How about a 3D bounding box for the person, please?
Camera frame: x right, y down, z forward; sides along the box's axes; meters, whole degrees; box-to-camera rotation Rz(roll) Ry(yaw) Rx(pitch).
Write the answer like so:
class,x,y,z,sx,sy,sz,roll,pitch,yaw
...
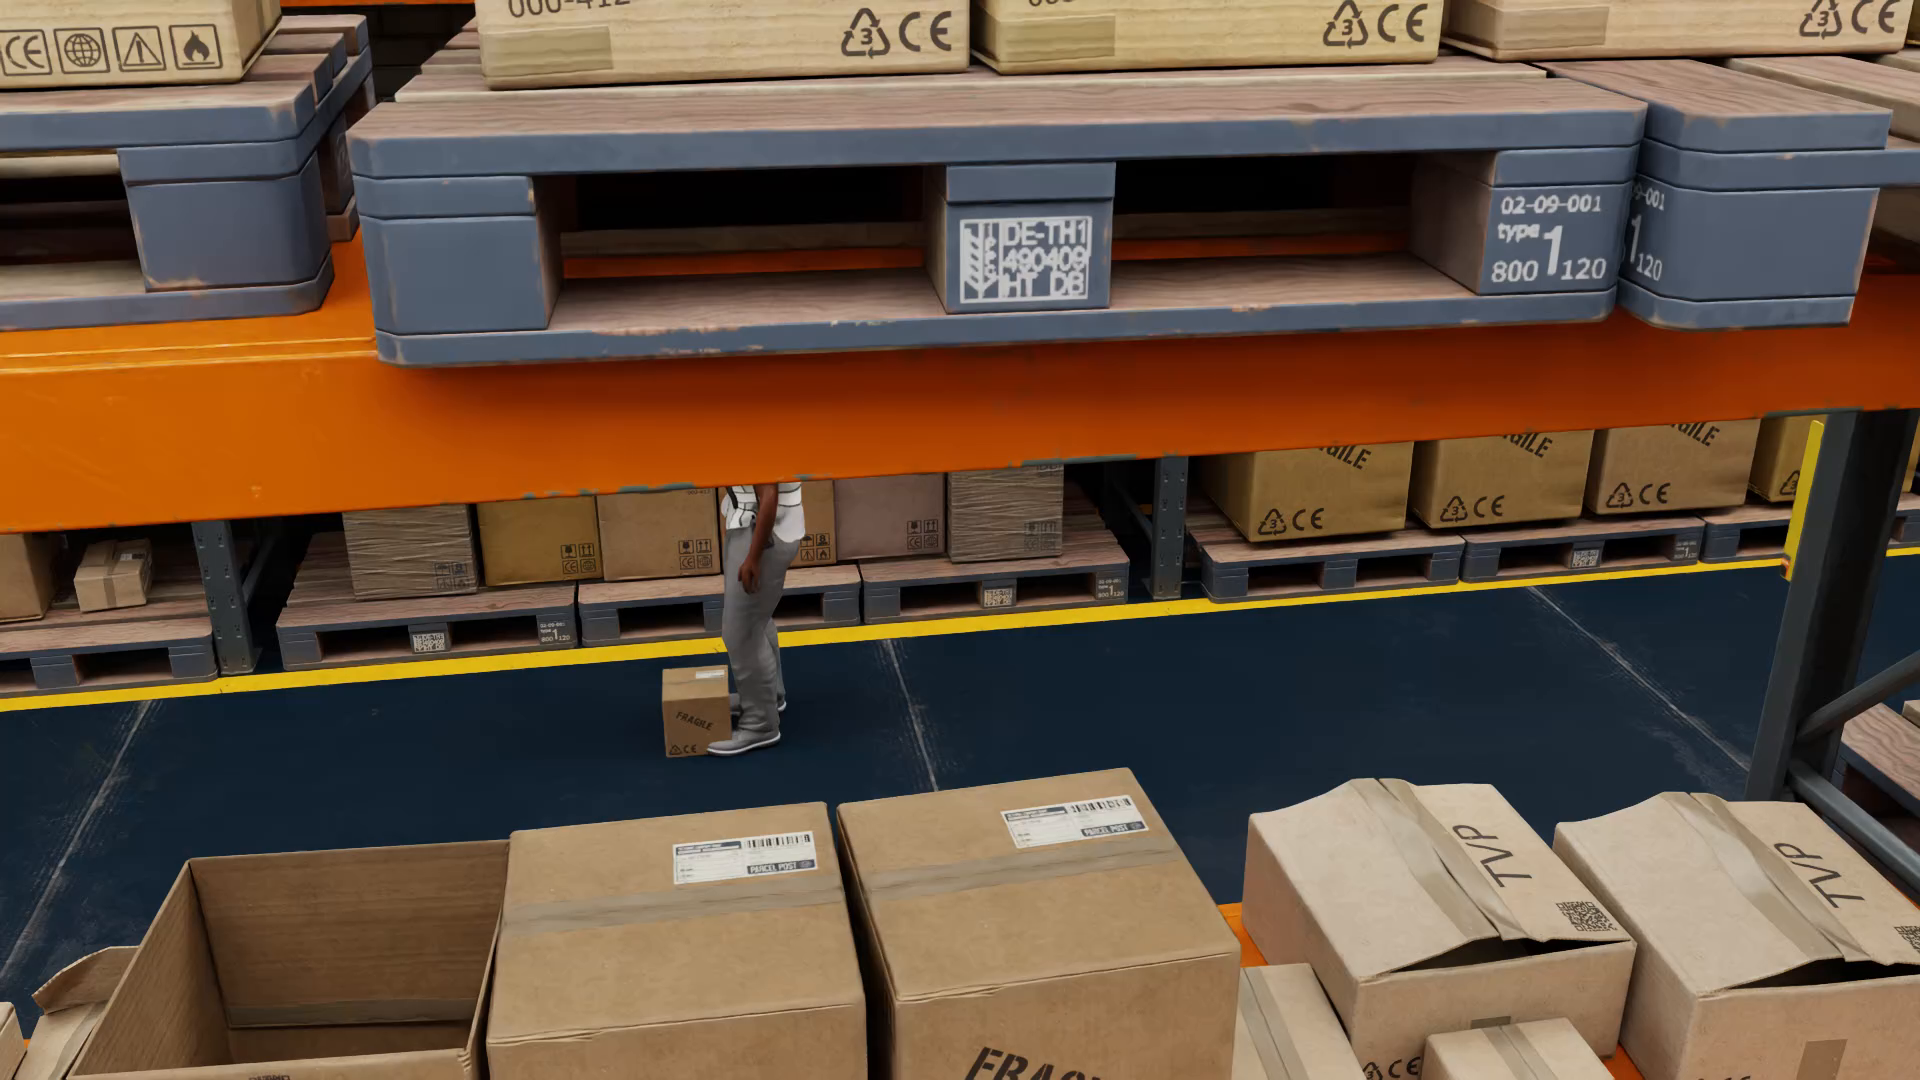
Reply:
class,x,y,z,sx,sy,sz,roll,pitch,yaw
person,-0.789,-0.014,6.134,0.425,1.657,0.510,-5,24,-12
